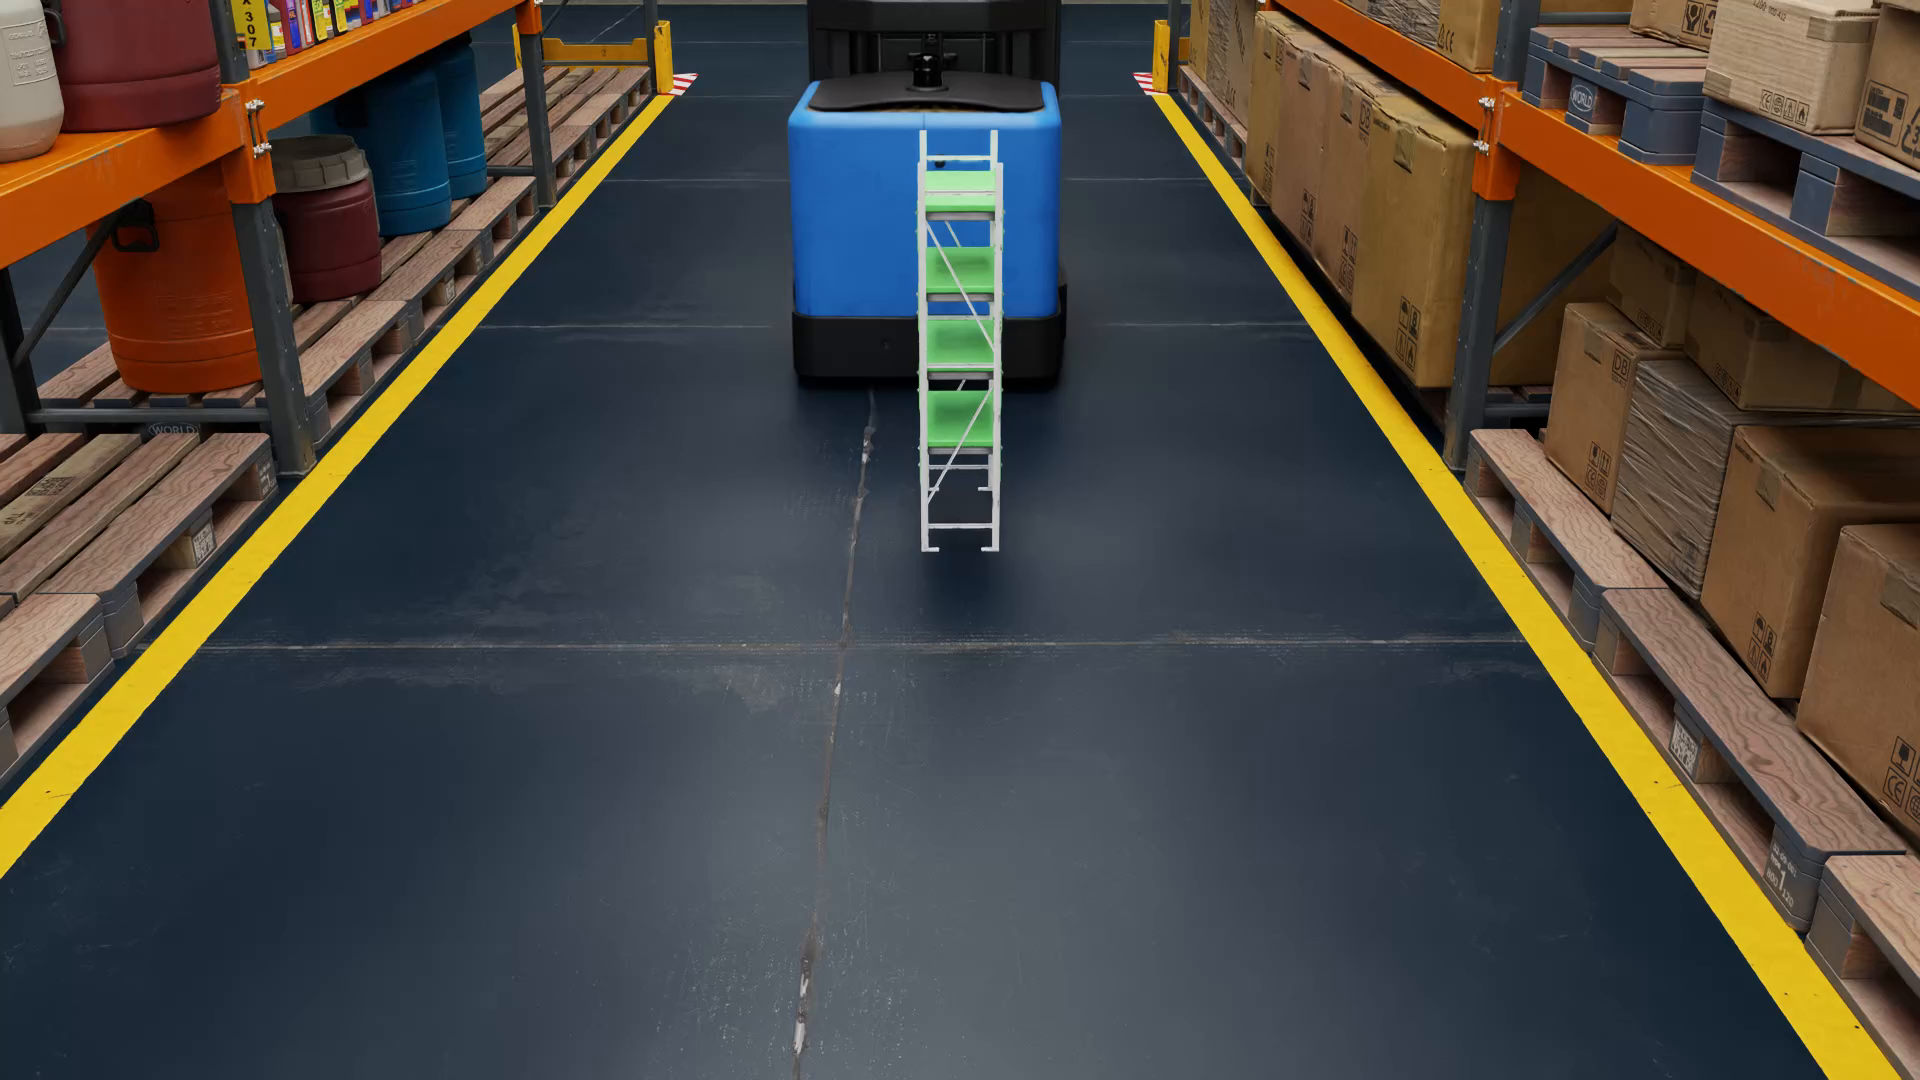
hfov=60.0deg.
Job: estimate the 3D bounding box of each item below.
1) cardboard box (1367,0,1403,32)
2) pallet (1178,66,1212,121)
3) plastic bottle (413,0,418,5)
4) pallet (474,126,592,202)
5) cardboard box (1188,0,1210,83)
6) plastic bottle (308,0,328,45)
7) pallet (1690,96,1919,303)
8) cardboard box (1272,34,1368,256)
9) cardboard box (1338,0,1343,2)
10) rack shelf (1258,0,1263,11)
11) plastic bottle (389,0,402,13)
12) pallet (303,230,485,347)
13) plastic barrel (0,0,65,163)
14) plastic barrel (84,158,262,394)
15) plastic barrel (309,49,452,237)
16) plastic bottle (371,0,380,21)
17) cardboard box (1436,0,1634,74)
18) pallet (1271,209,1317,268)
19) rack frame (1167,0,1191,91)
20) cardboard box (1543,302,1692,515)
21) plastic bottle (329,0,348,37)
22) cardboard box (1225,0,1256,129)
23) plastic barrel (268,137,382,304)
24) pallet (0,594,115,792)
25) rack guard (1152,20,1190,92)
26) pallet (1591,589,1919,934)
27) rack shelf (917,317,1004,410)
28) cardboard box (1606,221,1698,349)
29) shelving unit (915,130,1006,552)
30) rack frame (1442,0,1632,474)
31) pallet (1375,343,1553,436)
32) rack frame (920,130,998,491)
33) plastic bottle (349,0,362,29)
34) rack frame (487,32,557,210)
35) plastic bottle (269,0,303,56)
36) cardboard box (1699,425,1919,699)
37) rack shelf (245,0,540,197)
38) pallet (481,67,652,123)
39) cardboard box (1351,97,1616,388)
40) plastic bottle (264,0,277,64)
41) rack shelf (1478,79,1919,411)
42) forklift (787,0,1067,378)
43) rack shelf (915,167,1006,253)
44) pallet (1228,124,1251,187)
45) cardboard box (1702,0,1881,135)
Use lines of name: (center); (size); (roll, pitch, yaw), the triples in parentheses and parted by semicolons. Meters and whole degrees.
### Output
cardboard box: (1.939, -2.291, 6.554); (0.500, 0.500, 0.500); (-1, 24, -2)
pallet: (2.201, -3.321, 12.336); (1.003, 0.211, 1.213); (0, 24, -1)
plastic bottle: (-2.426, -2.441, 7.249); (0.097, 0.201, 0.097); (0, 24, 0)
pallet: (-2.842, -2.282, 10.040); (1.003, 0.211, 1.213); (0, 24, -1)
cardboard box: (2.201, -3.880, 12.258); (0.875, 0.875, 0.875); (0, 24, -1)
plastic bottle: (-2.394, -1.974, 6.117); (0.061, 0.283, 0.133); (0, 24, -1)
pallet: (2.263, -0.721, 3.437); (1.003, 0.211, 1.213); (0, 24, -1)
cardboard box: (2.195, -1.864, 7.799); (1.225, 0.875, 0.875); (-1, 24, -2)
cardboard box: (1.924, -2.714, 7.489); (0.500, 0.500, 0.500); (-1, 24, -2)
rack shelf: (2.135, -3.769, 10.815); (1.077, 0.370, 4.000); (0, 24, -1)
plastic bottle: (-2.446, -2.396, 6.968); (0.144, 0.351, 0.185); (0, 24, -1)
pallet: (-2.813, -1.157, 7.553); (1.003, 0.211, 1.213); (0, 24, -1)
plastic barrel: (-2.527, -1.230, 4.193); (0.421, 0.512, 0.421); (0, 24, 0)
plastic barrel: (-2.774, -1.006, 5.958); (0.600, 0.830, 0.708); (0, 24, -1)
plastic barrel: (-2.799, -1.969, 8.001); (0.600, 0.901, 0.708); (0, 24, -1)
plastic bottle: (-2.420, -2.247, 6.733); (0.097, 0.271, 0.097); (0, 24, 0)
cardboard box: (1.948, -1.872, 5.627); (0.500, 0.500, 0.500); (0, 24, 1)
pallet: (2.241, -1.684, 8.717); (1.003, 0.211, 1.213); (0, 24, -1)
rack frame: (2.114, -4.920, 12.489); (1.000, 3.000, 0.127); (0, 24, -1)
cardboard box: (2.228, -0.409, 5.015); (0.700, 0.500, 0.500); (-2, 24, -3)
plastic bottle: (-2.397, -2.069, 6.327); (0.061, 0.283, 0.133); (0, 24, -1)
cardboard box: (2.220, -3.139, 10.618); (0.875, 0.875, 0.875); (0, 24, -1)
plastic barrel: (-2.787, -1.361, 7.036); (0.600, 0.588, 0.708); (0, 24, -1)
pallet: (-2.772, 0.490, 3.911); (1.003, 0.211, 1.213); (0, 24, -1)
rack guard: (2.113, -3.791, 13.026); (1.175, 0.500, 0.348); (0, 24, -1)
pallet: (2.218, 0.470, 3.954); (1.003, 0.211, 1.213); (0, 24, -1)
rack shelf: (-0.002, -0.557, 5.180); (0.258, 0.148, 0.480); (0, 24, -1)
cardboard box: (2.238, -0.751, 4.860); (0.500, 0.250, 0.500); (1, 24, 2)
shelving unit: (-0.002, -0.615, 5.154); (0.258, 1.200, 0.503); (0, 24, -1)
rack frame: (2.201, -1.624, 5.201); (1.000, 3.000, 0.127); (0, 24, -1)
pallet: (2.268, -0.679, 6.494); (1.003, 0.211, 1.213); (0, 24, -1)
rack frame: (-0.004, -0.715, 5.376); (0.240, 1.200, 0.015); (0, 24, -1)
plastic bottle: (-2.417, -2.151, 6.523); (0.097, 0.271, 0.097); (0, 24, 0)
rack frame: (-2.795, -3.250, 8.796); (1.000, 3.000, 0.127); (0, 24, -1)
plastic bottle: (-2.391, -1.864, 5.873); (0.061, 0.283, 0.133); (0, 24, -1)
cardboard box: (2.260, 0.053, 3.993); (0.700, 0.500, 0.500); (2, 24, 4)
rack shelf: (-2.774, -2.098, 7.122); (1.077, 0.370, 4.000); (0, 24, -1)
pallet: (-2.869, -3.288, 12.263); (1.003, 0.211, 1.213); (0, 24, -1)
cardboard box: (2.214, -1.132, 6.181); (1.225, 0.875, 0.875); (-1, 24, -3)
plastic bottle: (-2.407, -1.771, 5.681); (0.097, 0.271, 0.097); (0, 24, 0)
rack shelf: (2.223, -0.472, 3.527); (1.077, 0.370, 4.000); (0, 24, -1)
forklift: (-0.105, -2.527, 7.280); (1.130, 2.935, 3.031); (0, 24, 1)
rack shelf: (-0.002, -0.994, 4.982); (0.258, 0.148, 0.480); (0, 24, -1)
pallet: (2.227, -2.315, 10.113); (1.003, 0.211, 1.213); (0, 24, -1)
cardboard box: (1.989, -1.055, 3.616); (0.500, 0.250, 0.500); (-1, 24, -2)
